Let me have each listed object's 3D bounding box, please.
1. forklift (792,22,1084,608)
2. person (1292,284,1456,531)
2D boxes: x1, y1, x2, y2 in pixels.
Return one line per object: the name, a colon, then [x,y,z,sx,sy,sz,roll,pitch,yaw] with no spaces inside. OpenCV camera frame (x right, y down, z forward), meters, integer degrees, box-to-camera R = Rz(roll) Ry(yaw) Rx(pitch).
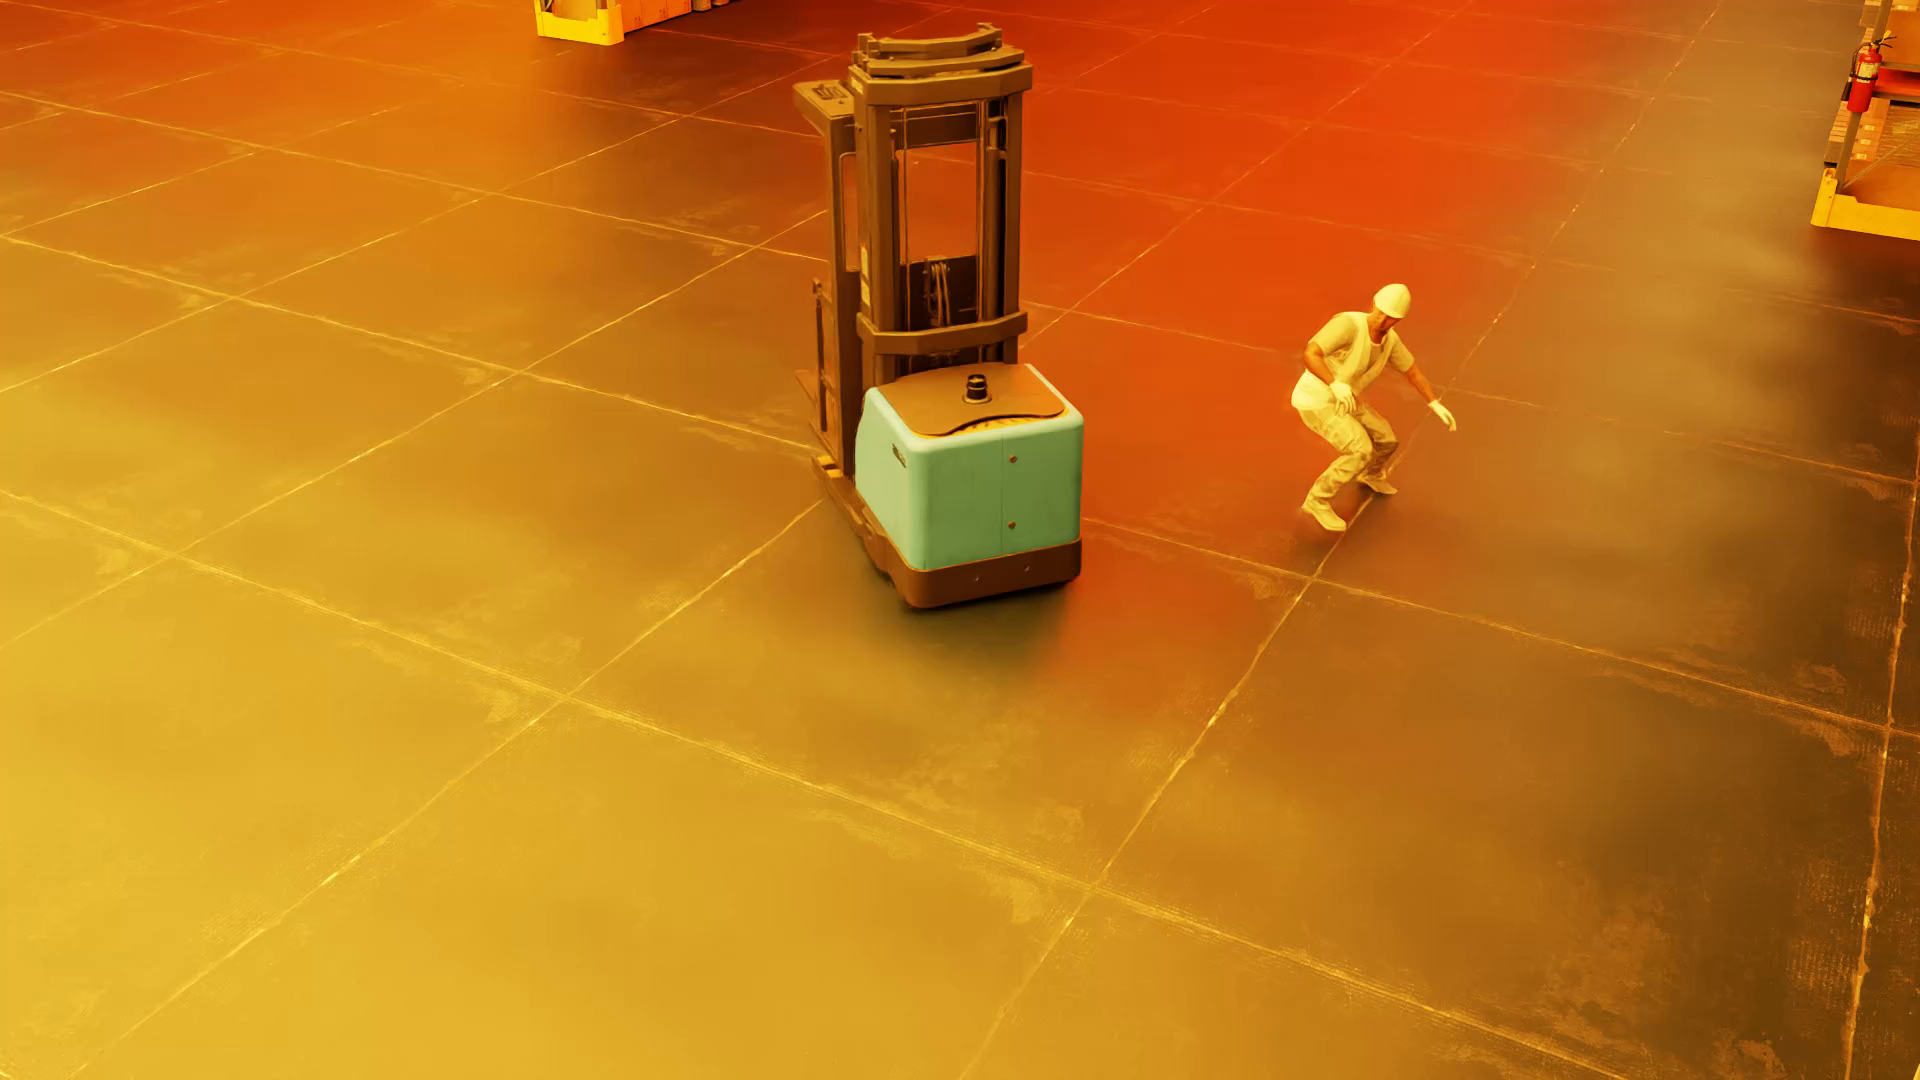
forklift: [-0.305,-1.615,9.868,1.130,2.935,3.031,-11,32,-18]
person: [2.450,-0.802,9.946,0.801,1.541,0.905,26,39,37]
